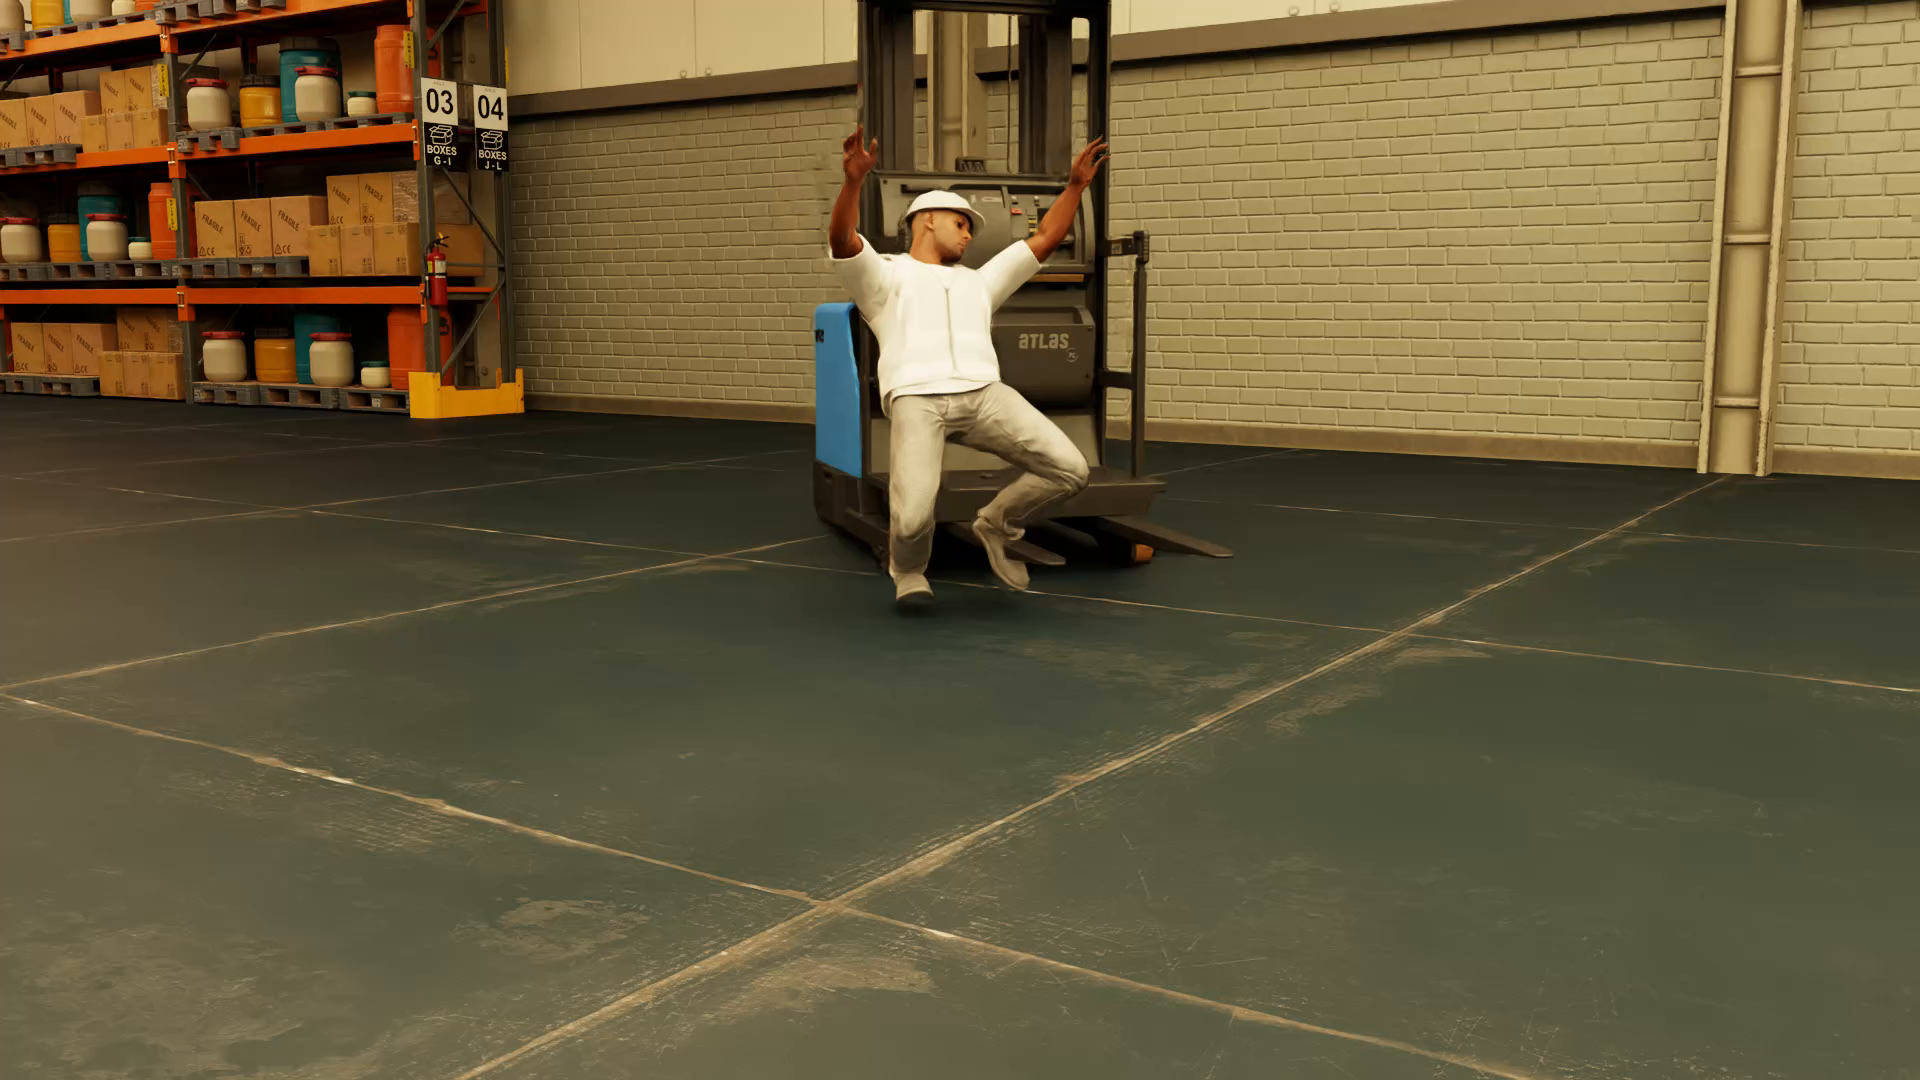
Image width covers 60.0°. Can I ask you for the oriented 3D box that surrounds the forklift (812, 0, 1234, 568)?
[{"bbox_3d":[0.181,-1.369,6.818,1.130,2.935,3.031,-2,8,-16],"label":"forklift"}]

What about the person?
[{"bbox_3d":[0.019,-0.584,5.736,1.020,1.591,0.770,-3,9,-21],"label":"person"}]
